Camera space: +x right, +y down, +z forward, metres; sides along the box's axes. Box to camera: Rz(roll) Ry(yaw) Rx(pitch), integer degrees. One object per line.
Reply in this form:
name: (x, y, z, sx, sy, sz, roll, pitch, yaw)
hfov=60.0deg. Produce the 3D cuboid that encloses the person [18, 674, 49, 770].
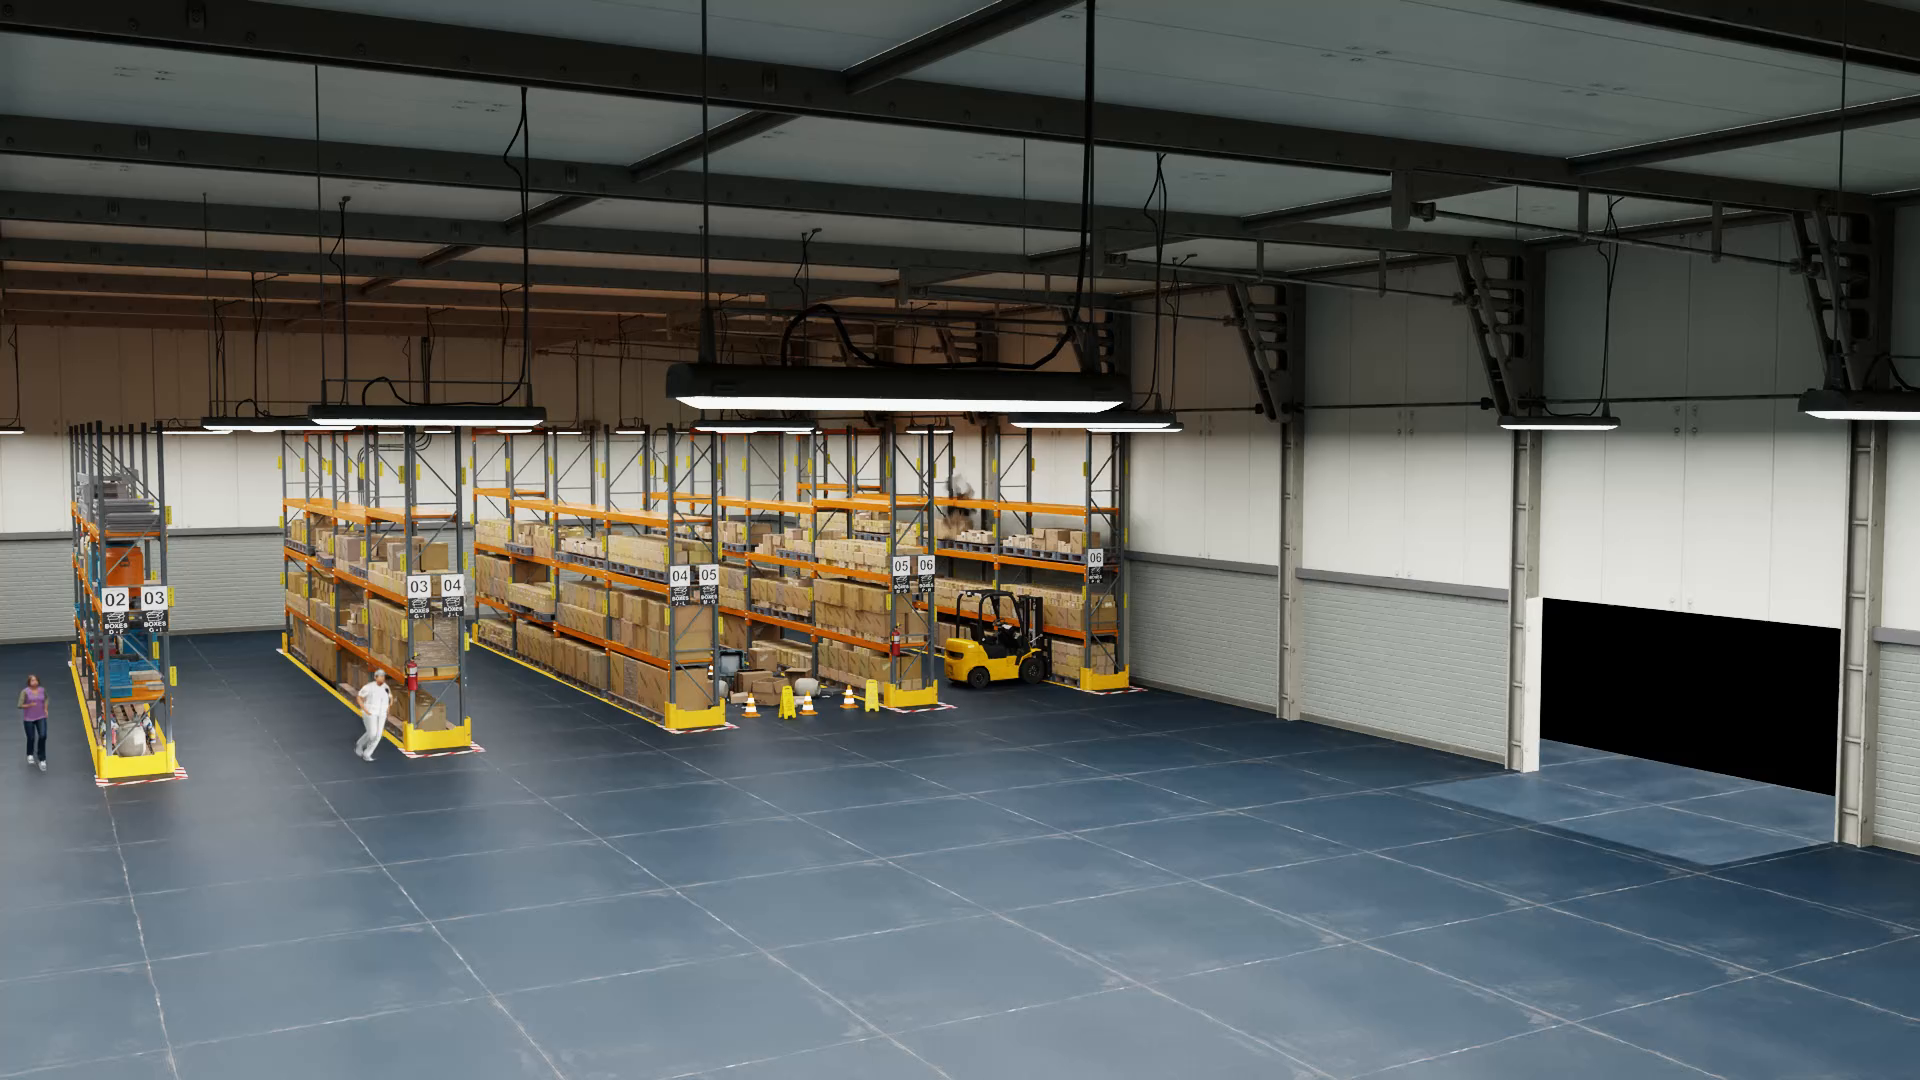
person: (-15.991, 3.130, 28.741, 0.525, 1.629, 0.729, -3, 5, -39)

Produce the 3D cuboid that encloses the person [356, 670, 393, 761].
person: (-10.349, 3.107, 29.553, 0.508, 1.596, 0.660, 3, 5, 42)

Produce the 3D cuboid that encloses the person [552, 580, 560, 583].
person: (-11.514, 1.934, 47.362, 0.648, 1.718, 0.889, -3, 5, -43)

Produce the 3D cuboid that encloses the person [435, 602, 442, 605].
person: (-14.671, 1.979, 46.967, 0.757, 1.752, 0.640, 1, 4, 23)
